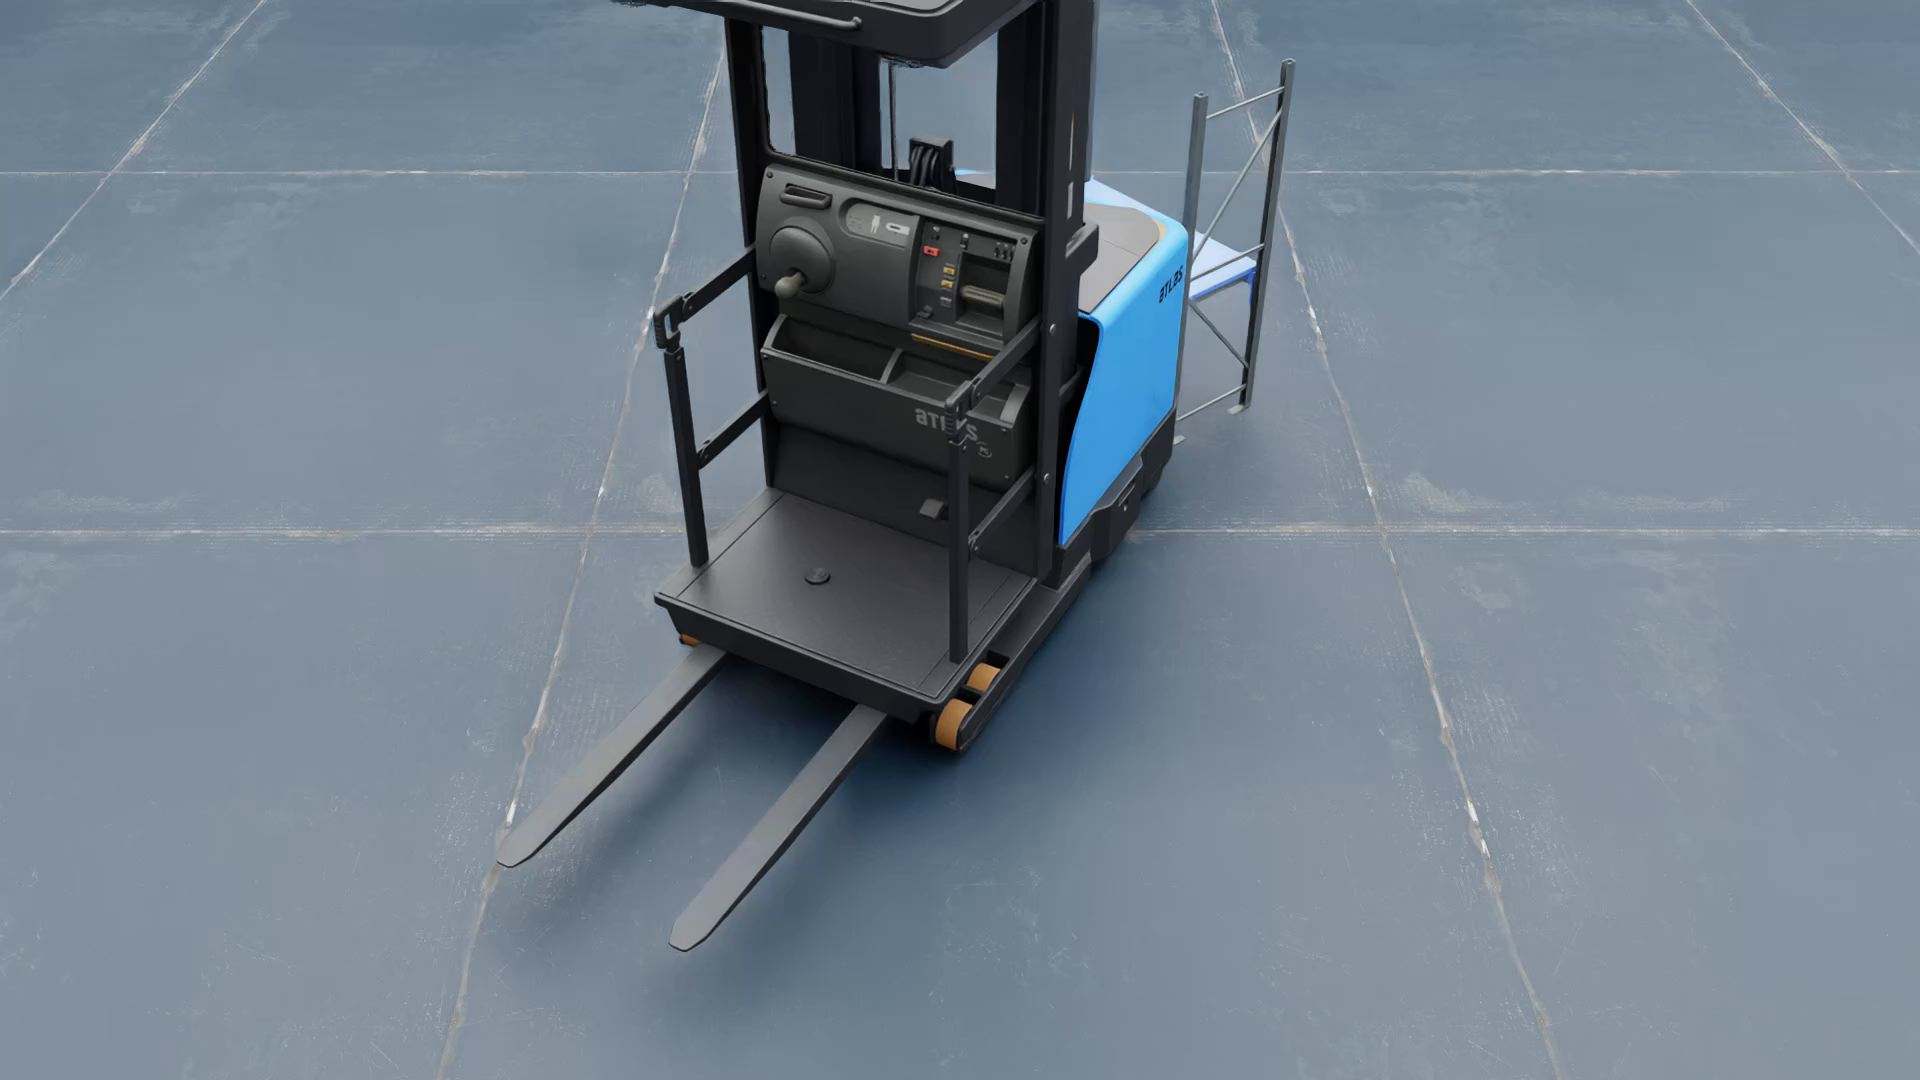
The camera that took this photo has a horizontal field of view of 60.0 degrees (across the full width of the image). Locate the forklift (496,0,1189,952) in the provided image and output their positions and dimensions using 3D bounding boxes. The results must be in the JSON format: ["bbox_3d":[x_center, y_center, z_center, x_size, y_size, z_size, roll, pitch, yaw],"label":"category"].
[{"bbox_3d":[-0.312,-0.786,4.887,1.130,2.935,3.031,19,42,22],"label":"forklift"}]

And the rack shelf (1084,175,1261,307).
[{"bbox_3d":[0.689,-1.159,6.784,0.538,0.185,1.000,-28,46,-30],"label":"rack shelf"}]

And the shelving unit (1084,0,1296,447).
[{"bbox_3d":[0.689,-1.299,6.672,0.538,1.500,1.048,-28,46,-30],"label":"shelving unit"}]

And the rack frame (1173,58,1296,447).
[{"bbox_3d":[1.015,-1.056,6.368,0.500,1.500,0.032,-28,46,-30],"label":"rack frame"}]

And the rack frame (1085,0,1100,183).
[{"bbox_3d":[0.362,-1.543,6.976,0.500,1.500,0.032,-28,46,-30],"label":"rack frame"}]
